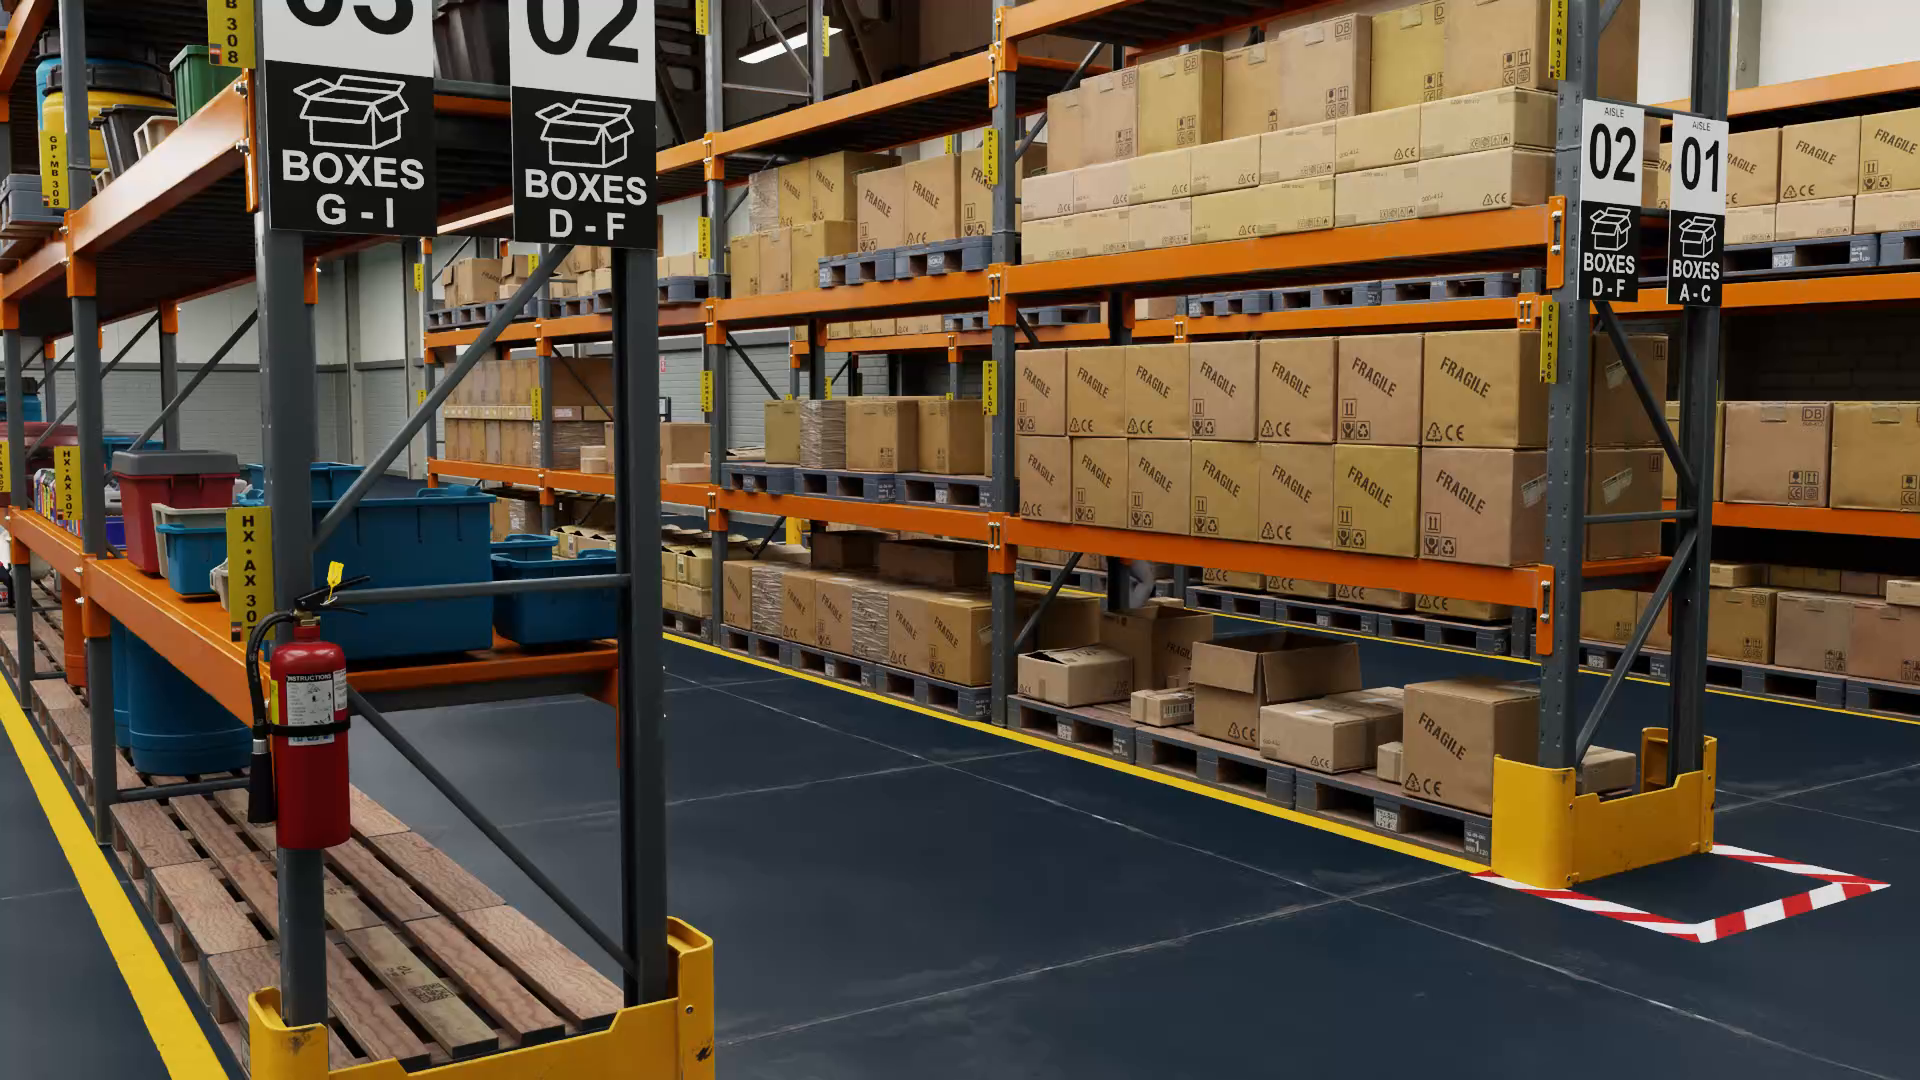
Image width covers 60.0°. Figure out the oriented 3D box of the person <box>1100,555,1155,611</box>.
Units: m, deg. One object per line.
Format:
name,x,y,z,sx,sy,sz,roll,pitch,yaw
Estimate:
person,1.452,0.050,14.489,0.607,1.508,0.487,-3,6,-33
